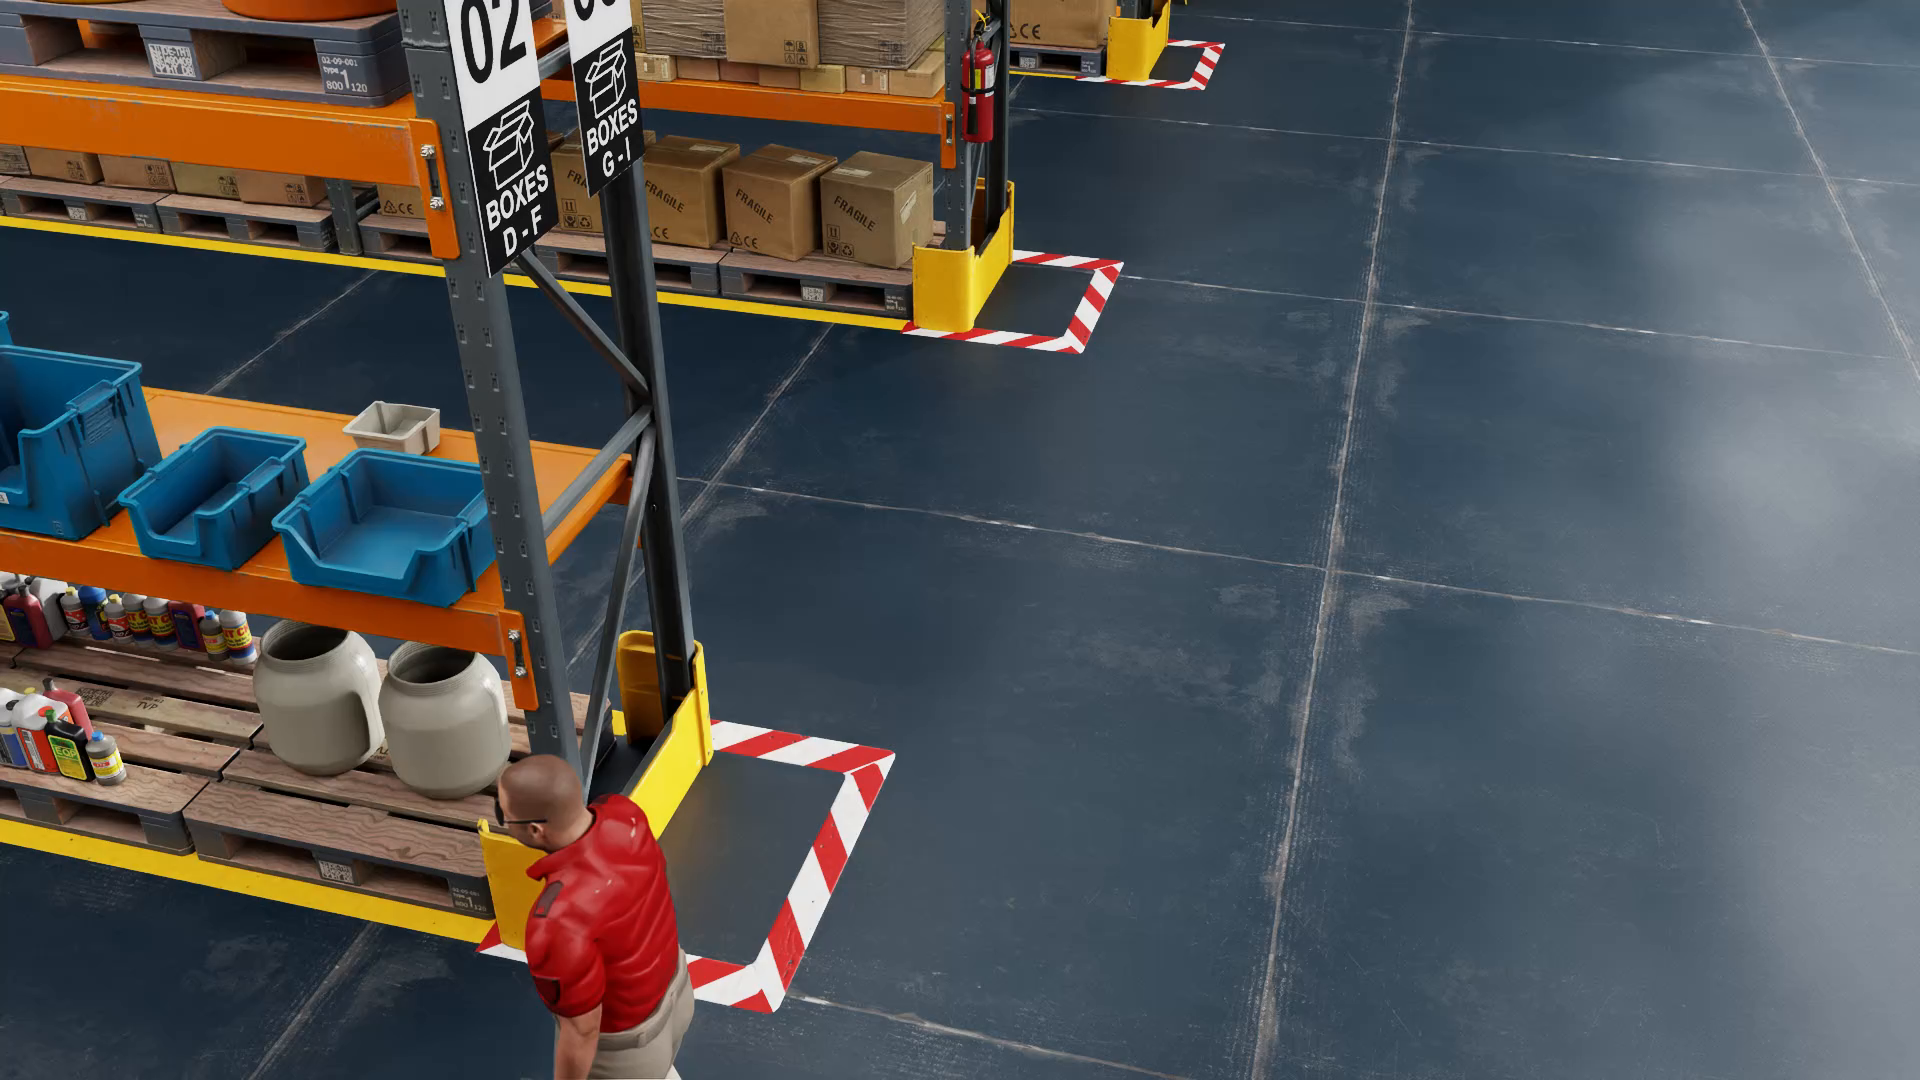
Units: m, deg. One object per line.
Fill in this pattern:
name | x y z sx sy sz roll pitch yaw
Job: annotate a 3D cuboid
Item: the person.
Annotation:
person | -0.897 1.224 4.239 0.391 1.725 0.584 7 33 11
